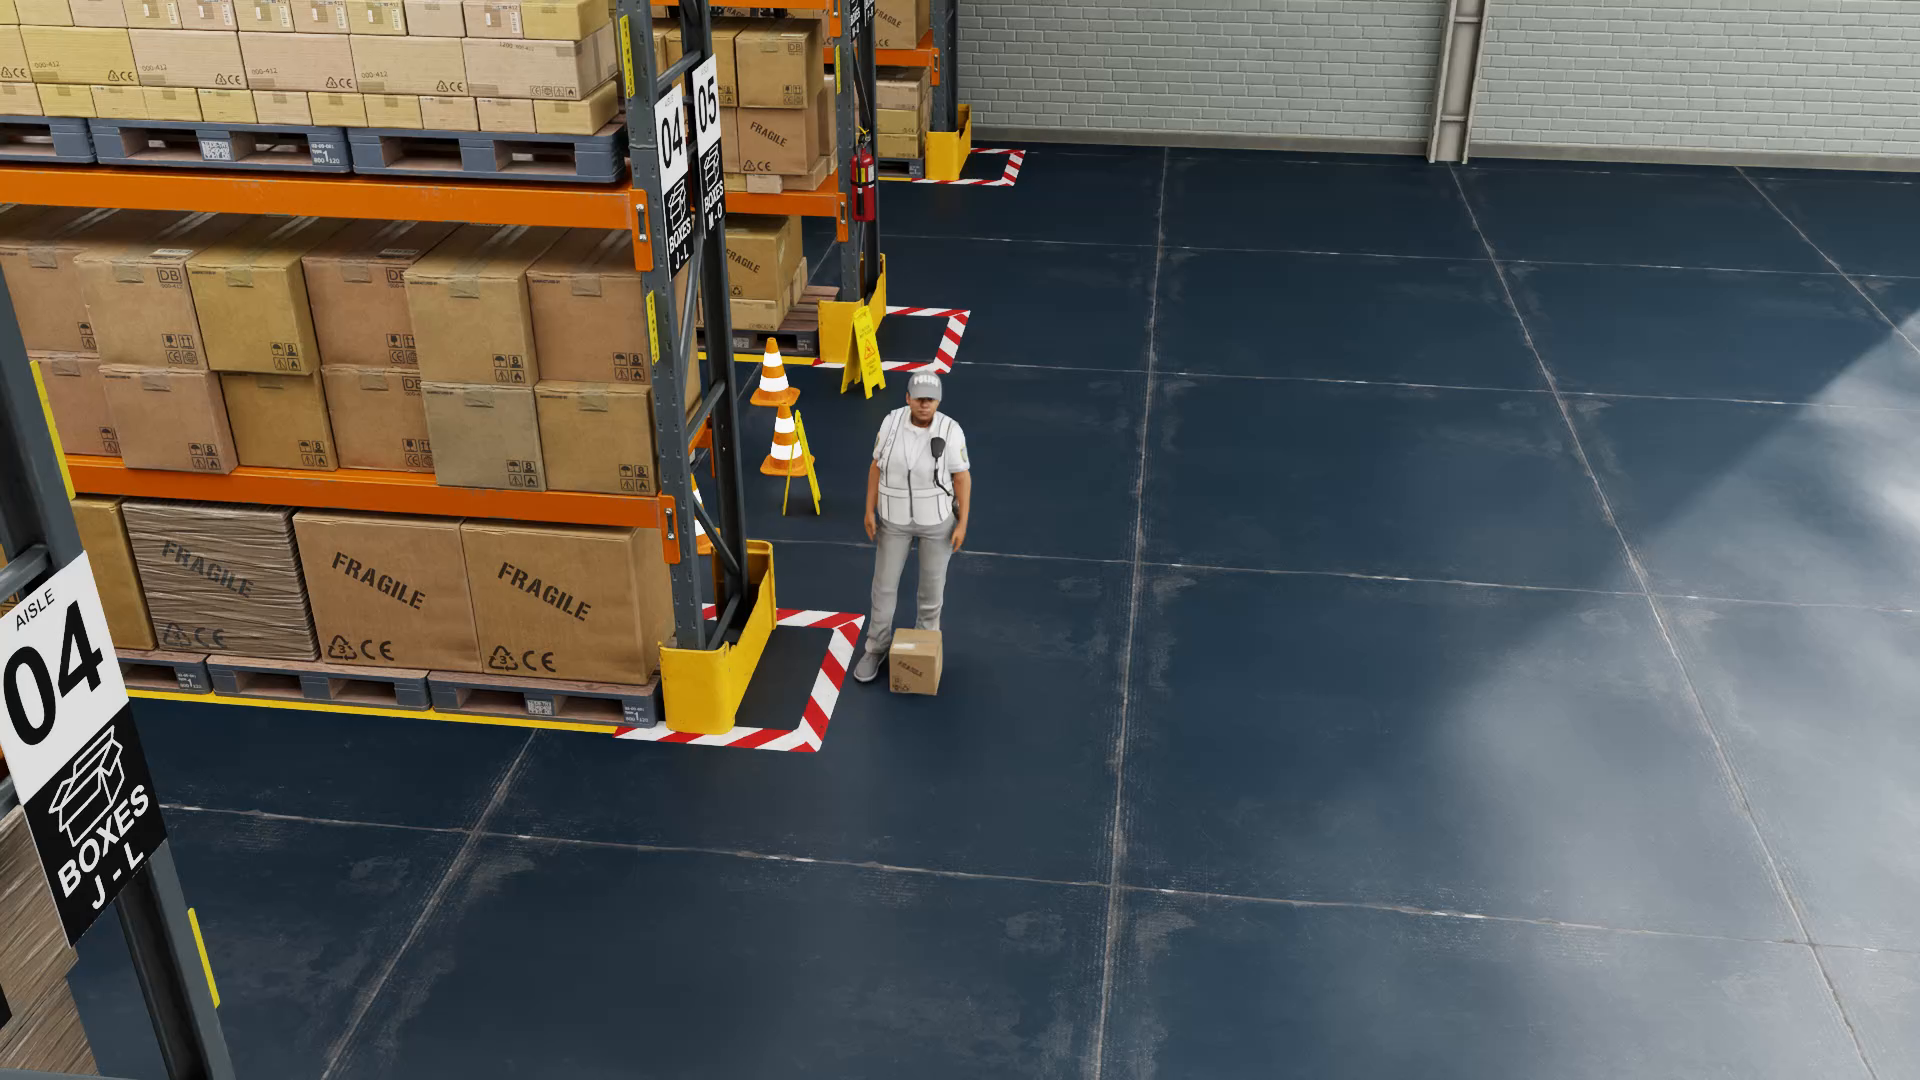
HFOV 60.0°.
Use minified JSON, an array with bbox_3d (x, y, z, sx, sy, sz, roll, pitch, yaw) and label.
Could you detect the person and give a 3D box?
[{"bbox_3d":[-0.252,-0.071,8.729,0.597,1.670,0.529,4,29,7],"label":"person"}]
